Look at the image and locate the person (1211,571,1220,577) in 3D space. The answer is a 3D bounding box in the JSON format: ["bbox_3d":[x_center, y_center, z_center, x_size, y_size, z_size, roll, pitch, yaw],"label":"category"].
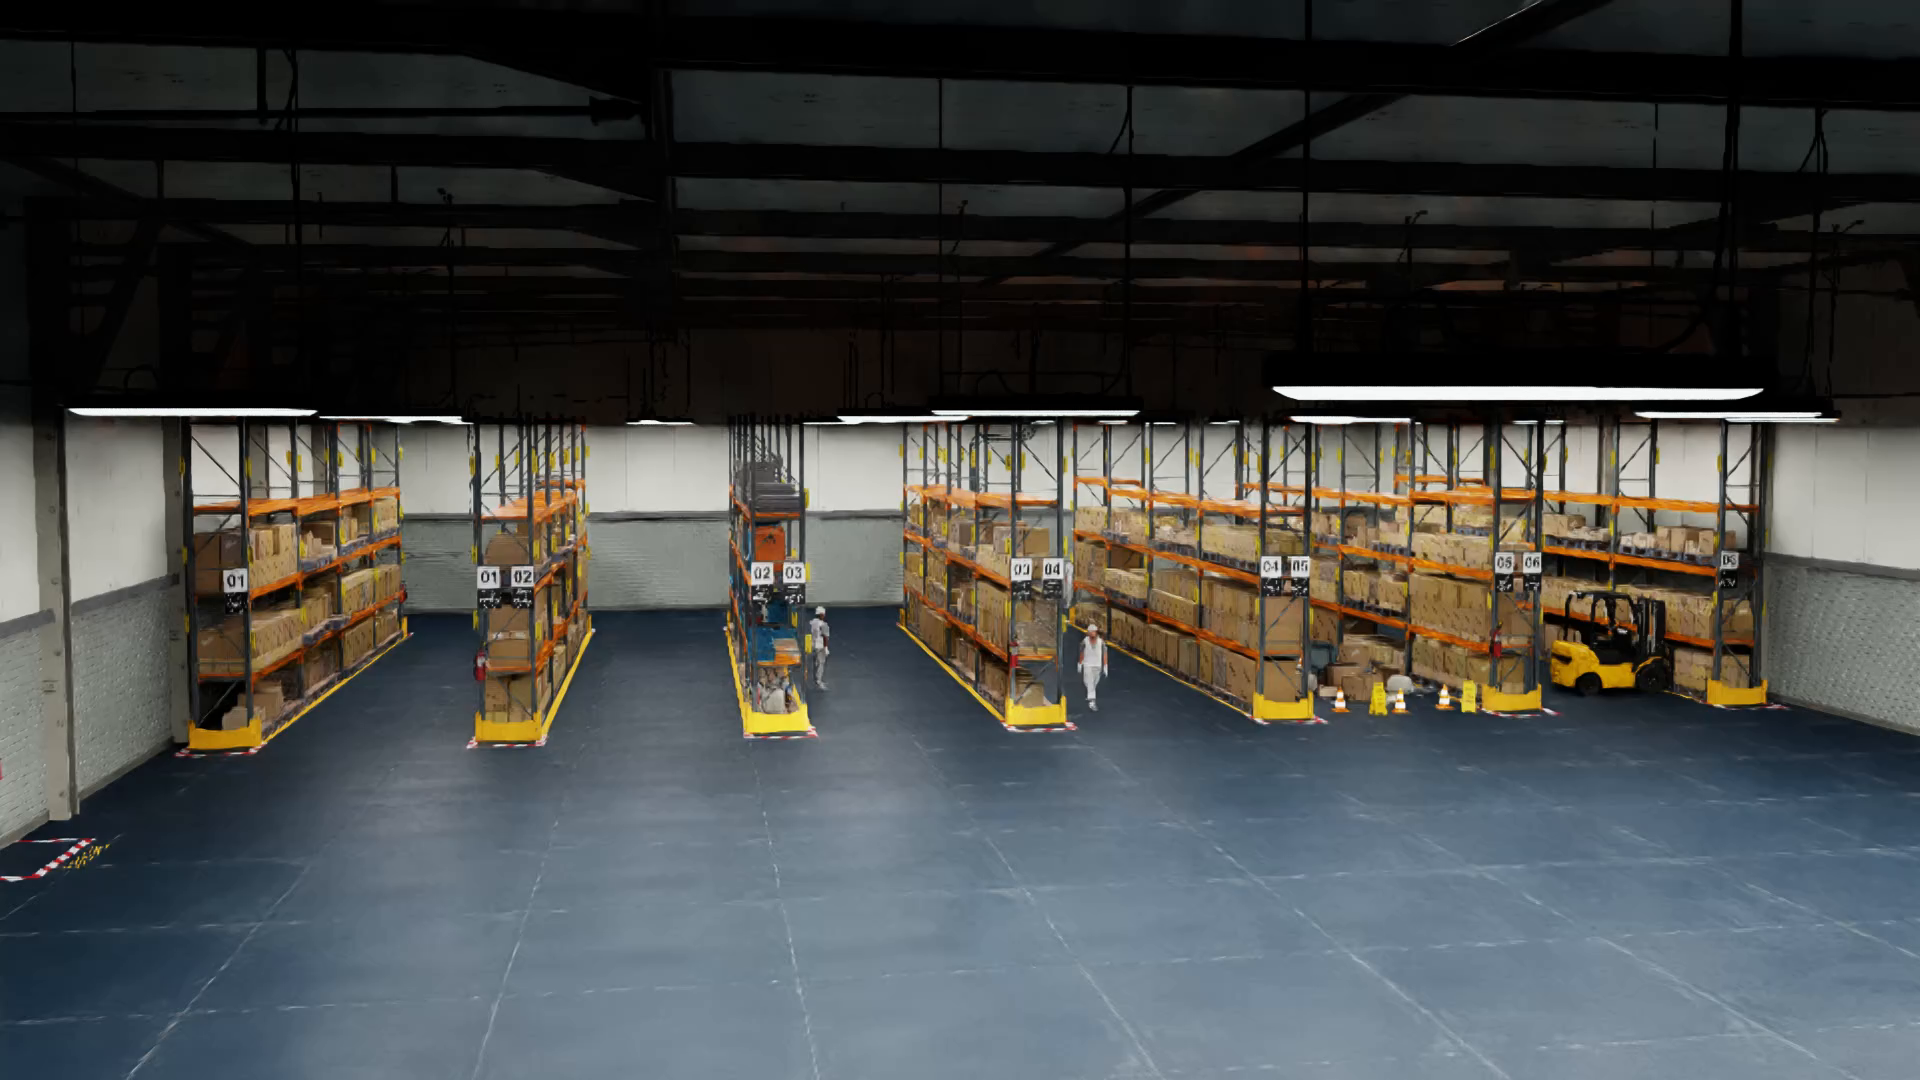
[{"bbox_3d":[6.979,1.720,45.668,0.586,1.768,0.638,1,4,11],"label":"person"}]

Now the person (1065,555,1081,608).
[{"bbox_3d":[3.615,1.291,52.716,0.585,1.695,0.974,1,4,12],"label":"person"}]

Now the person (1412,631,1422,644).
[{"bbox_3d":[11.526,1.978,41.853,0.452,1.768,0.632,-3,5,-41],"label":"person"}]

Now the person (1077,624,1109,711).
[{"bbox_3d":[2.703,2.565,33.675,0.567,1.736,1.044,-1,4,-10],"label":"person"}]

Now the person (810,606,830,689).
[{"bbox_3d":[-3.018,2.338,36.338,0.469,1.784,0.629,-3,5,-33],"label":"person"}]
